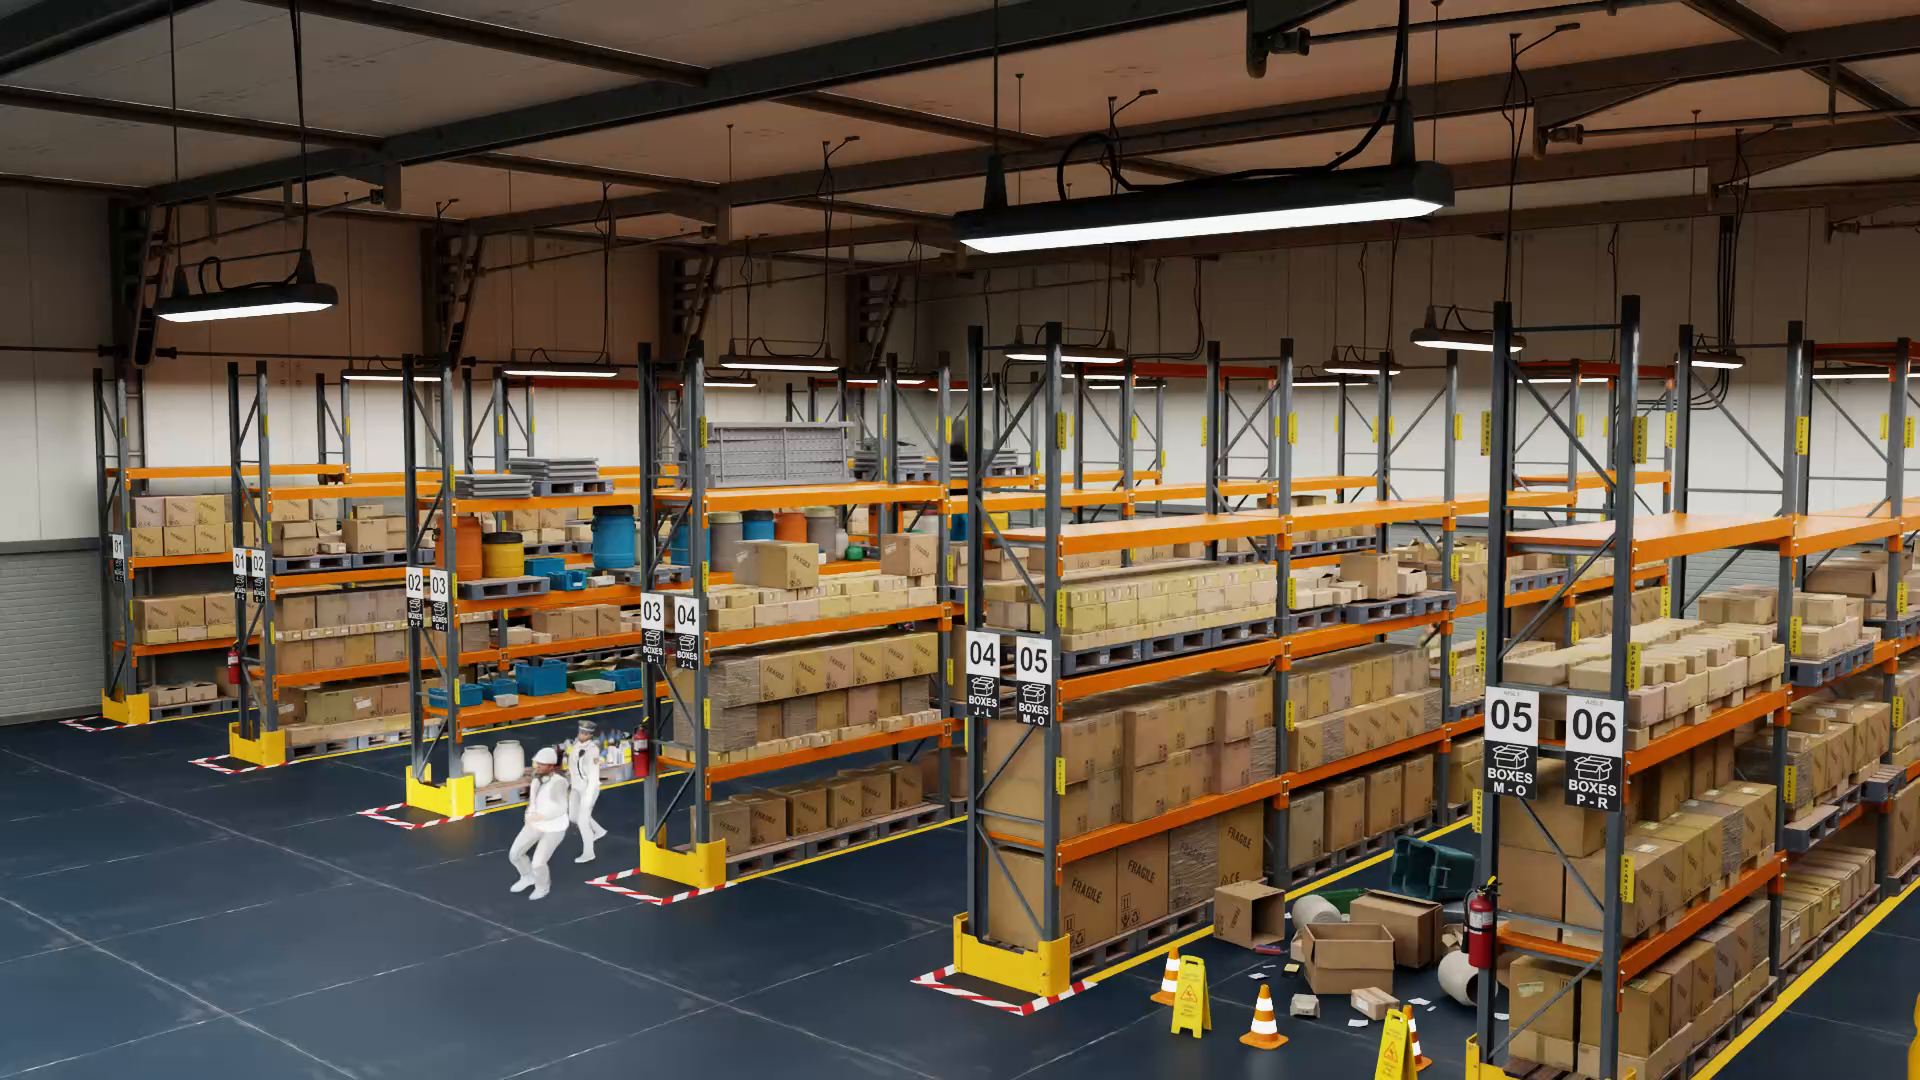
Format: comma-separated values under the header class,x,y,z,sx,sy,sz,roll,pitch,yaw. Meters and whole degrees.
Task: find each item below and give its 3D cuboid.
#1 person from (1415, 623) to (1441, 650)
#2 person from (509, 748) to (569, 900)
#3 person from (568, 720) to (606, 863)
class,x,y,z,sx,sy,sz,roll,pitch,yaw
person,8.183,2.214,28.884,0.601,1.634,0.619,2,5,21
person,-4.493,3.045,17.735,0.821,1.697,0.667,2,5,25
person,-4.339,2.897,19.474,0.593,1.646,0.698,-4,6,-43
